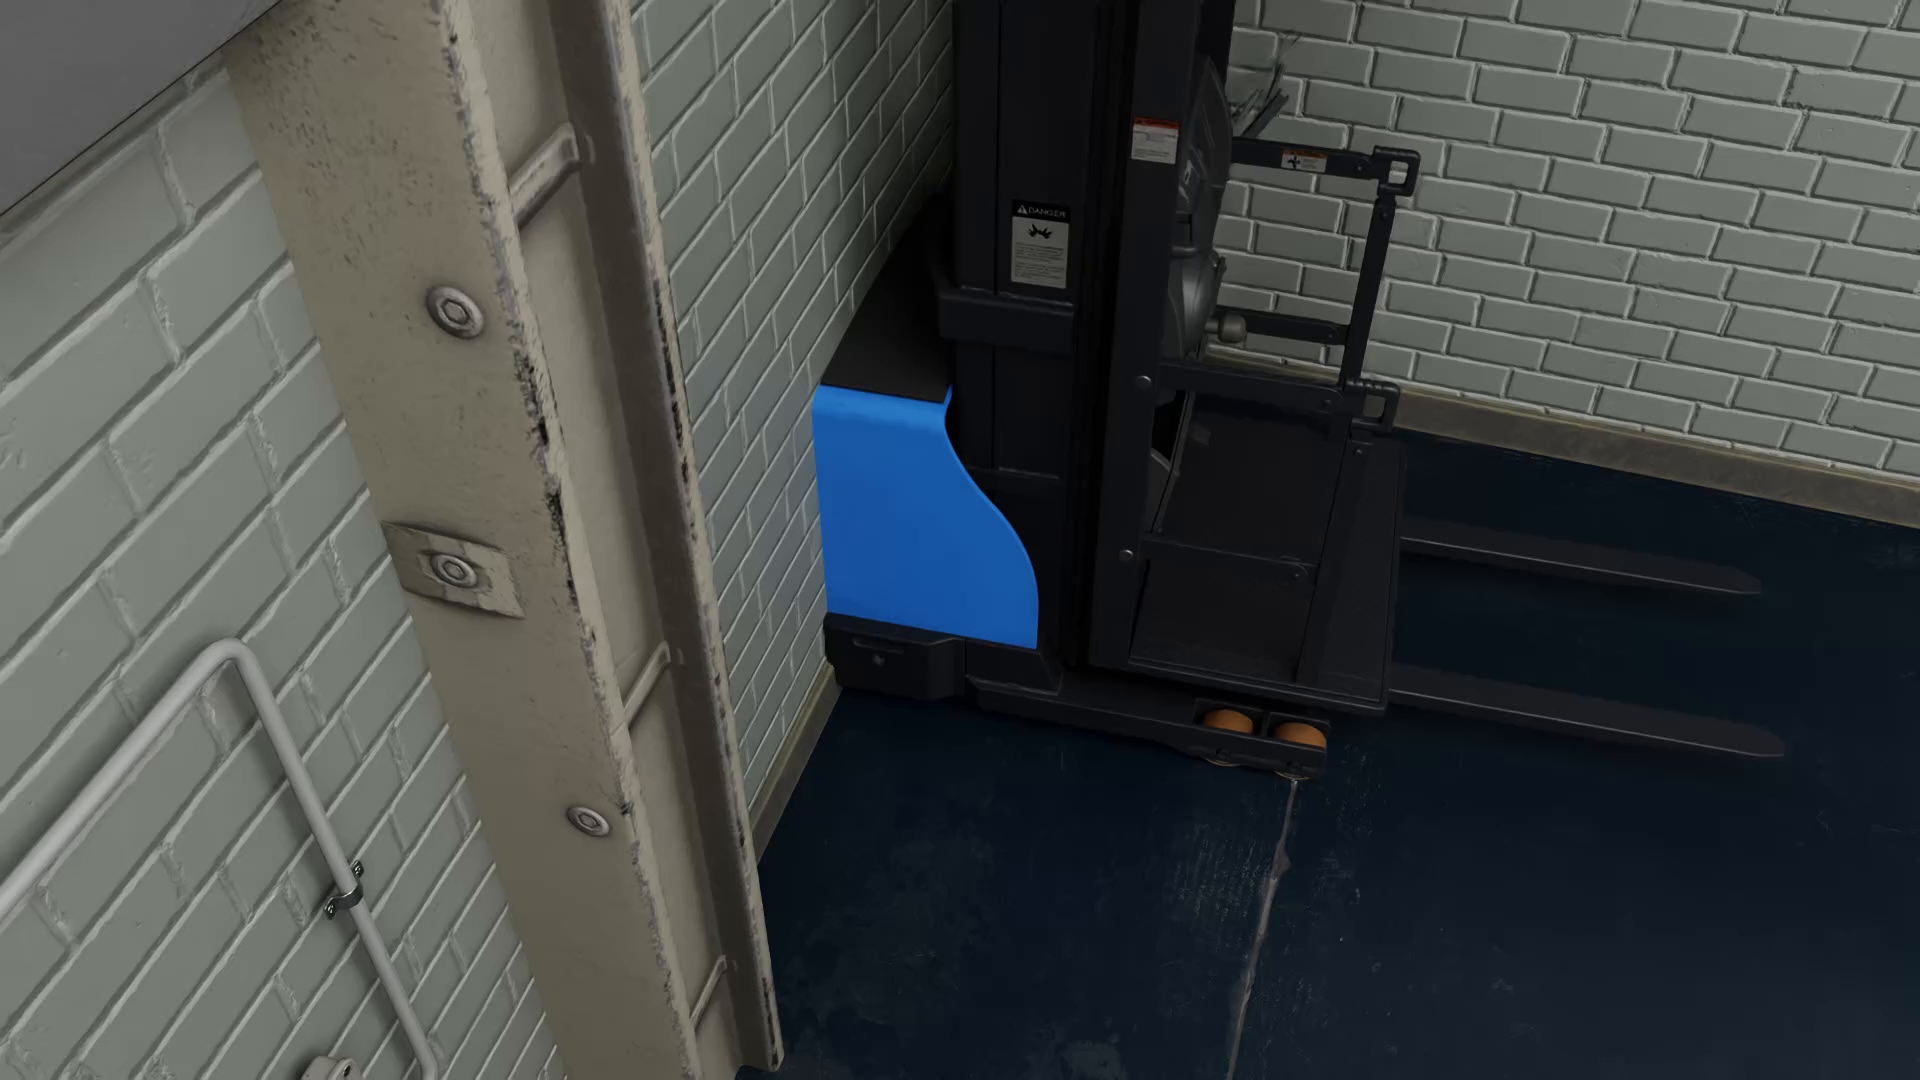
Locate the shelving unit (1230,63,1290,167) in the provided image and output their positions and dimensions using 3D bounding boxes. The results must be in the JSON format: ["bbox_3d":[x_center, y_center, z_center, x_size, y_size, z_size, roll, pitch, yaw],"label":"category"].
[{"bbox_3d":[0.162,-1.206,5.123,1.083,1.500,0.587,35,40,-8],"label":"shelving unit"}]

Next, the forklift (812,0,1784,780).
[{"bbox_3d":[0.767,-0.800,3.972,3.031,2.935,1.130,10,45,10],"label":"forklift"}]

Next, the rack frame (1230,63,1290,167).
[{"bbox_3d":[0.566,-0.921,5.192,0.032,1.500,0.500,35,40,-8],"label":"rack frame"}]

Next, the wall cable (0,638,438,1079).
[{"bbox_3d":[-1.133,0.823,1.538,0.084,1.984,1.851,13,46,13],"label":"wall cable"}]
